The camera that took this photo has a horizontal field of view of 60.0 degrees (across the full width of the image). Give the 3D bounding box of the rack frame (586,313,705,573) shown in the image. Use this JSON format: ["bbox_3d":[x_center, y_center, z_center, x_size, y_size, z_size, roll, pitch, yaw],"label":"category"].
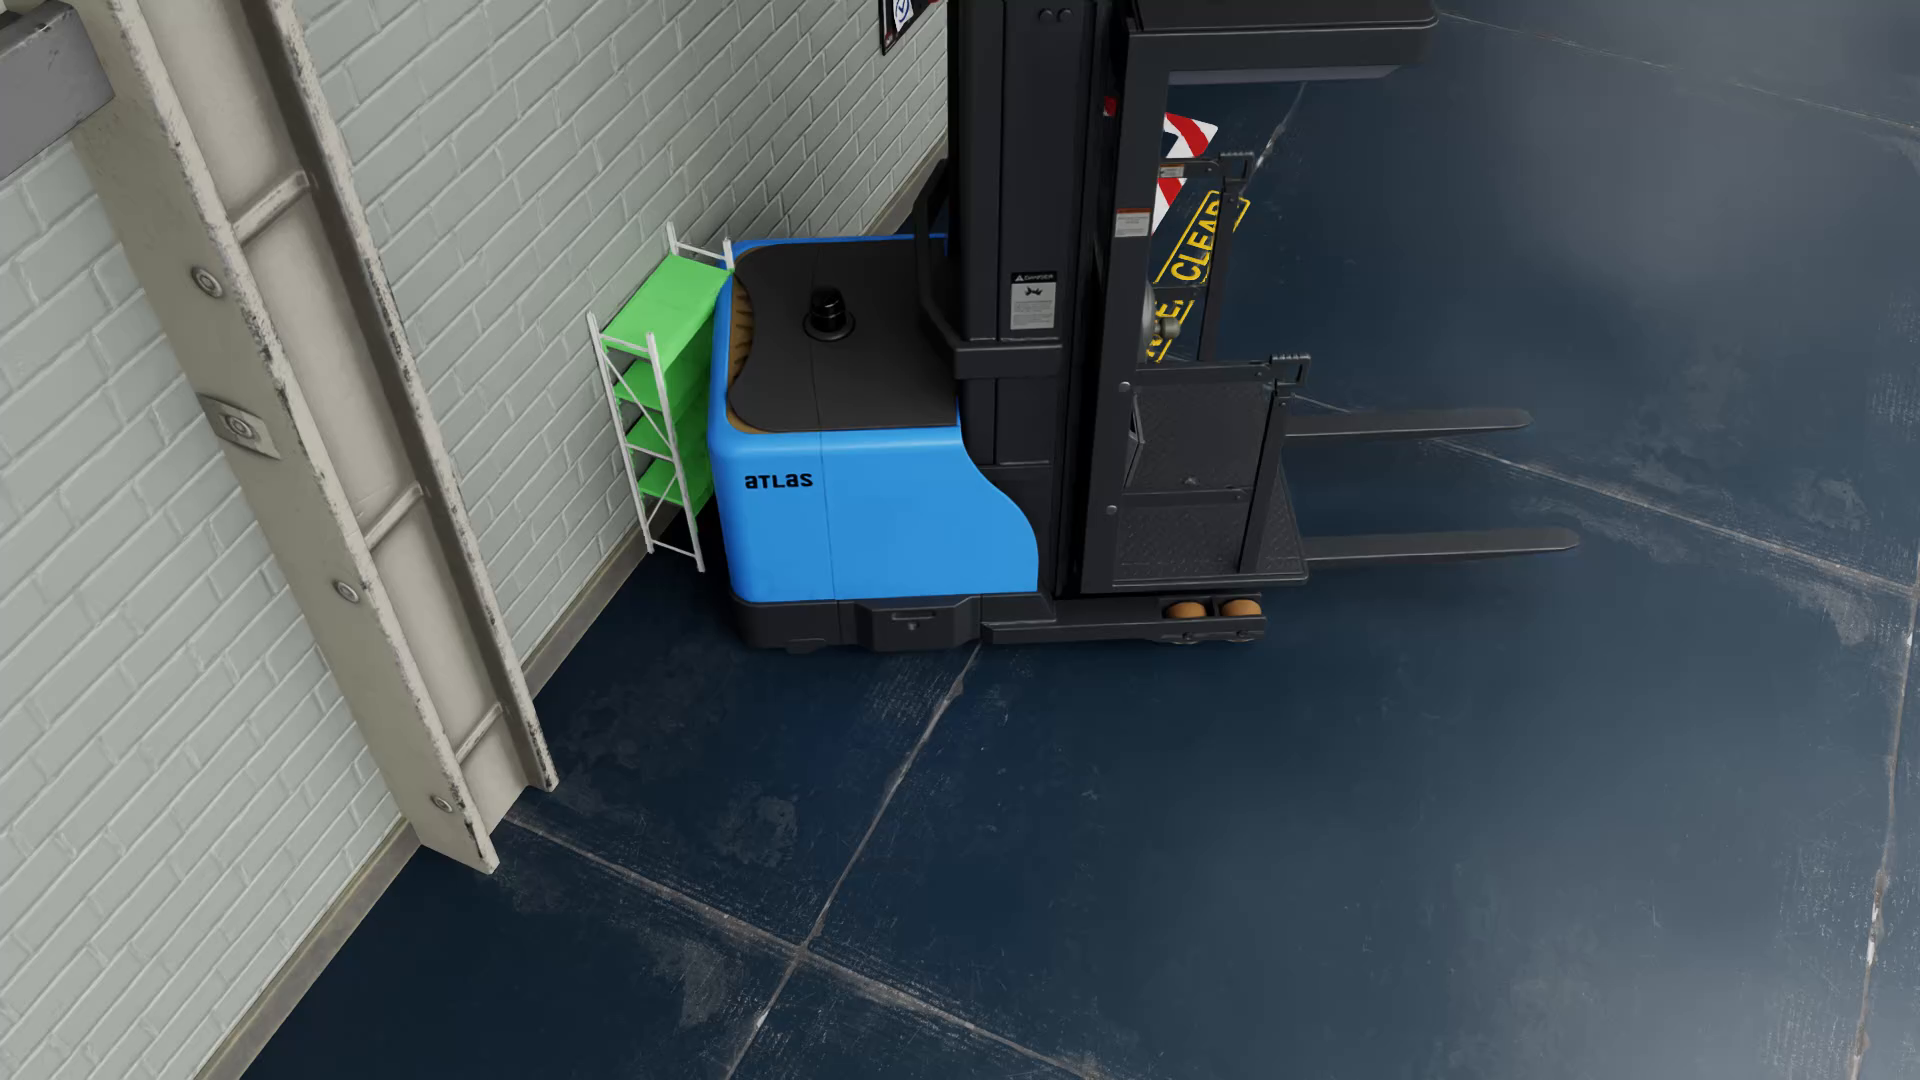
[{"bbox_3d":[-1.066,-0.300,5.729,0.240,1.200,0.015,19,53,16],"label":"rack frame"}]

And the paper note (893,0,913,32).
[{"bbox_3d":[-0.227,-2.140,6.680,0.016,0.148,0.142,20,52,16],"label":"paper note"}]

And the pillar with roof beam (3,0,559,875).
[{"bbox_3d":[2.331,-0.626,0.874,9.100,9.000,0.400,20,52,16],"label":"pillar with roof beam"}]

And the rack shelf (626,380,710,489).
[{"bbox_3d":[-0.964,-0.431,5.919,0.258,0.148,0.480,19,53,16],"label":"rack shelf"}]

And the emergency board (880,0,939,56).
[{"bbox_3d":[-0.088,-2.525,6.429,0.194,1.169,0.643,20,52,16],"label":"emergency board"}]

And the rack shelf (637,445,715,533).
[{"bbox_3d":[-0.959,-0.277,6.103,0.258,0.148,0.480,19,53,16],"label":"rack shelf"}]

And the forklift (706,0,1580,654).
[{"bbox_3d":[0.689,-0.981,5.160,3.031,2.935,1.130,-2,50,-2],"label":"forklift"}]

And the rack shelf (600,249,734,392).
[{"bbox_3d":[-0.973,-0.738,5.550,0.258,0.148,0.480,19,53,16],"label":"rack shelf"}]

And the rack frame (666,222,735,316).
[{"bbox_3d":[-0.863,-0.644,6.010,0.240,1.200,0.015,19,53,16],"label":"rack frame"}]

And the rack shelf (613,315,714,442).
[{"bbox_3d":[-0.968,-0.585,5.734,0.258,0.148,0.480,19,53,16],"label":"rack shelf"}]

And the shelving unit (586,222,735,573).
[{"bbox_3d":[-0.965,-0.472,5.869,0.258,1.200,0.503,19,53,16],"label":"shelving unit"}]
